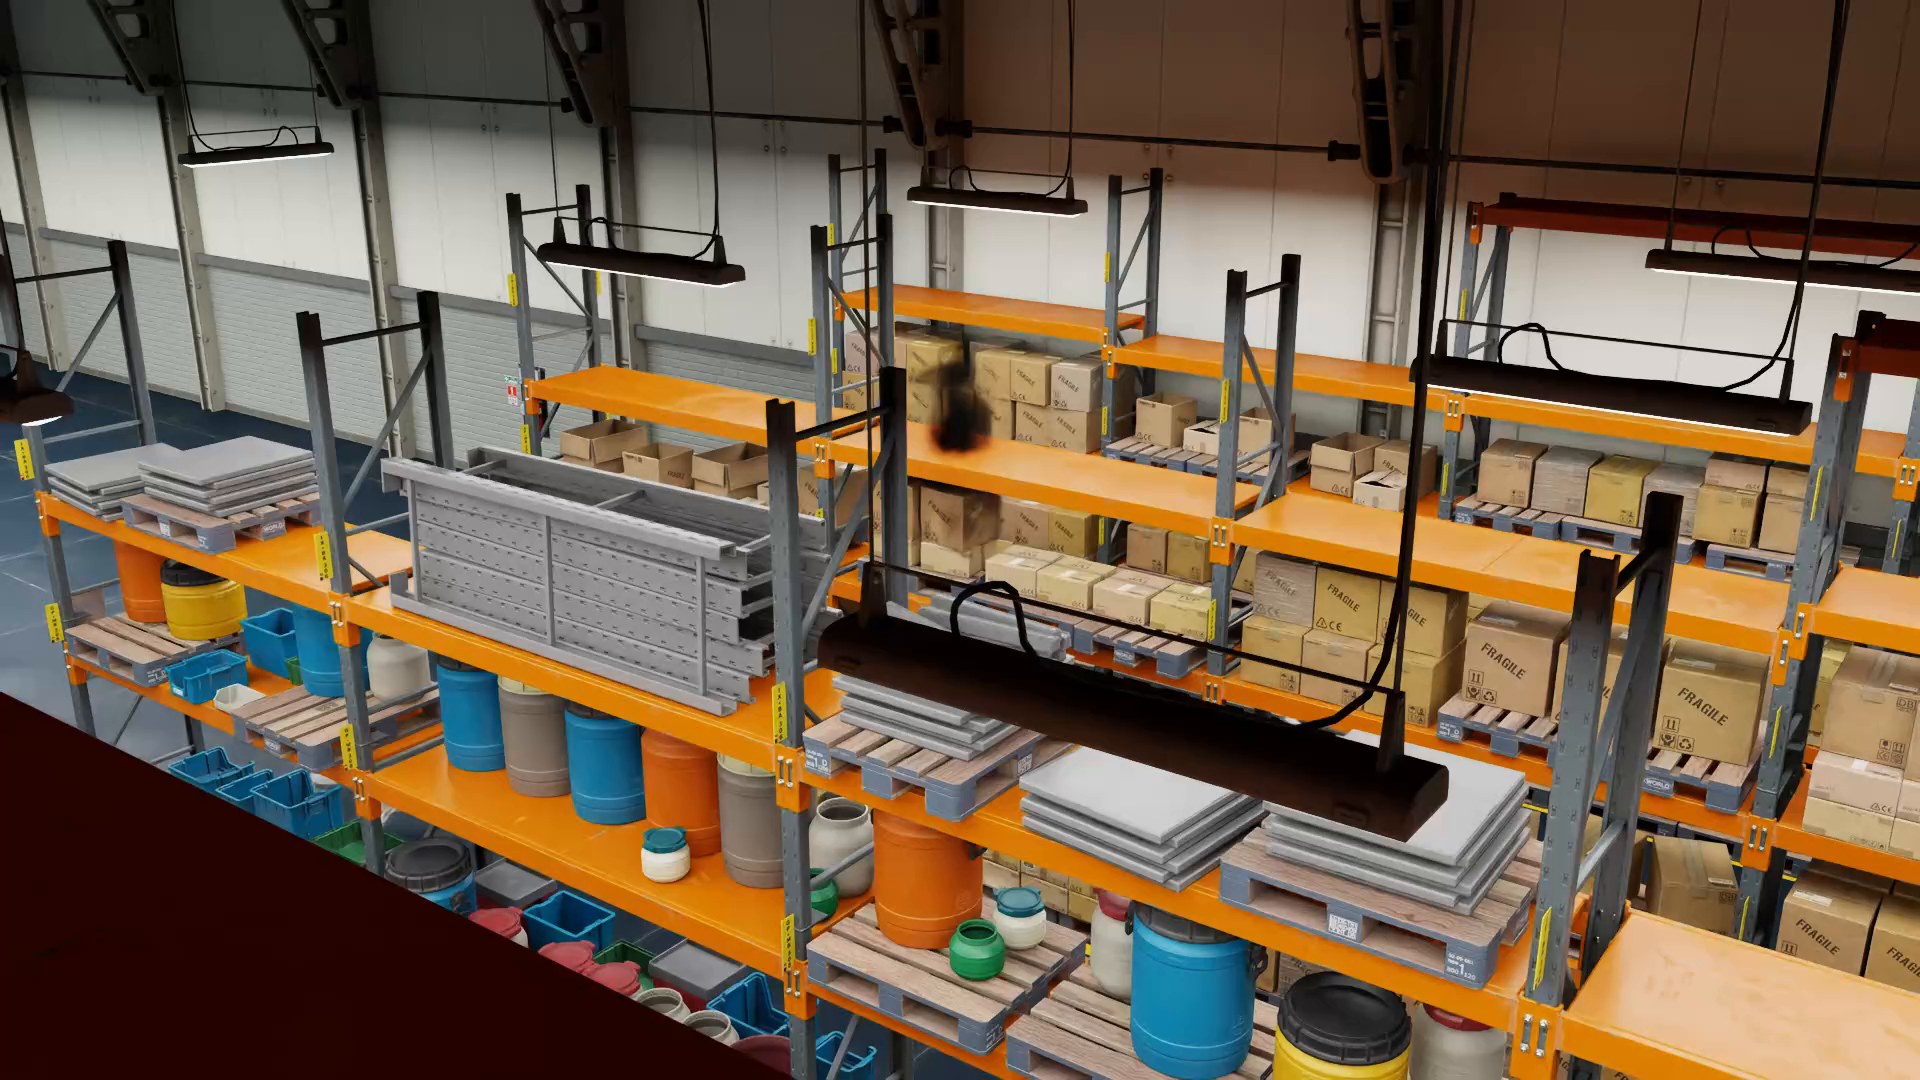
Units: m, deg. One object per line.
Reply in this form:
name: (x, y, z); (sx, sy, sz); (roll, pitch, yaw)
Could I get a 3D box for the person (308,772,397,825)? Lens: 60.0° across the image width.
person: (-6.044, 2.061, 16.086); (1.082, 1.742, 0.669); (-7, 20, -21)

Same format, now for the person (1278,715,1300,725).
person: (3.248, 2.196, 16.121); (0.904, 1.561, 0.545); (6, 19, 17)
